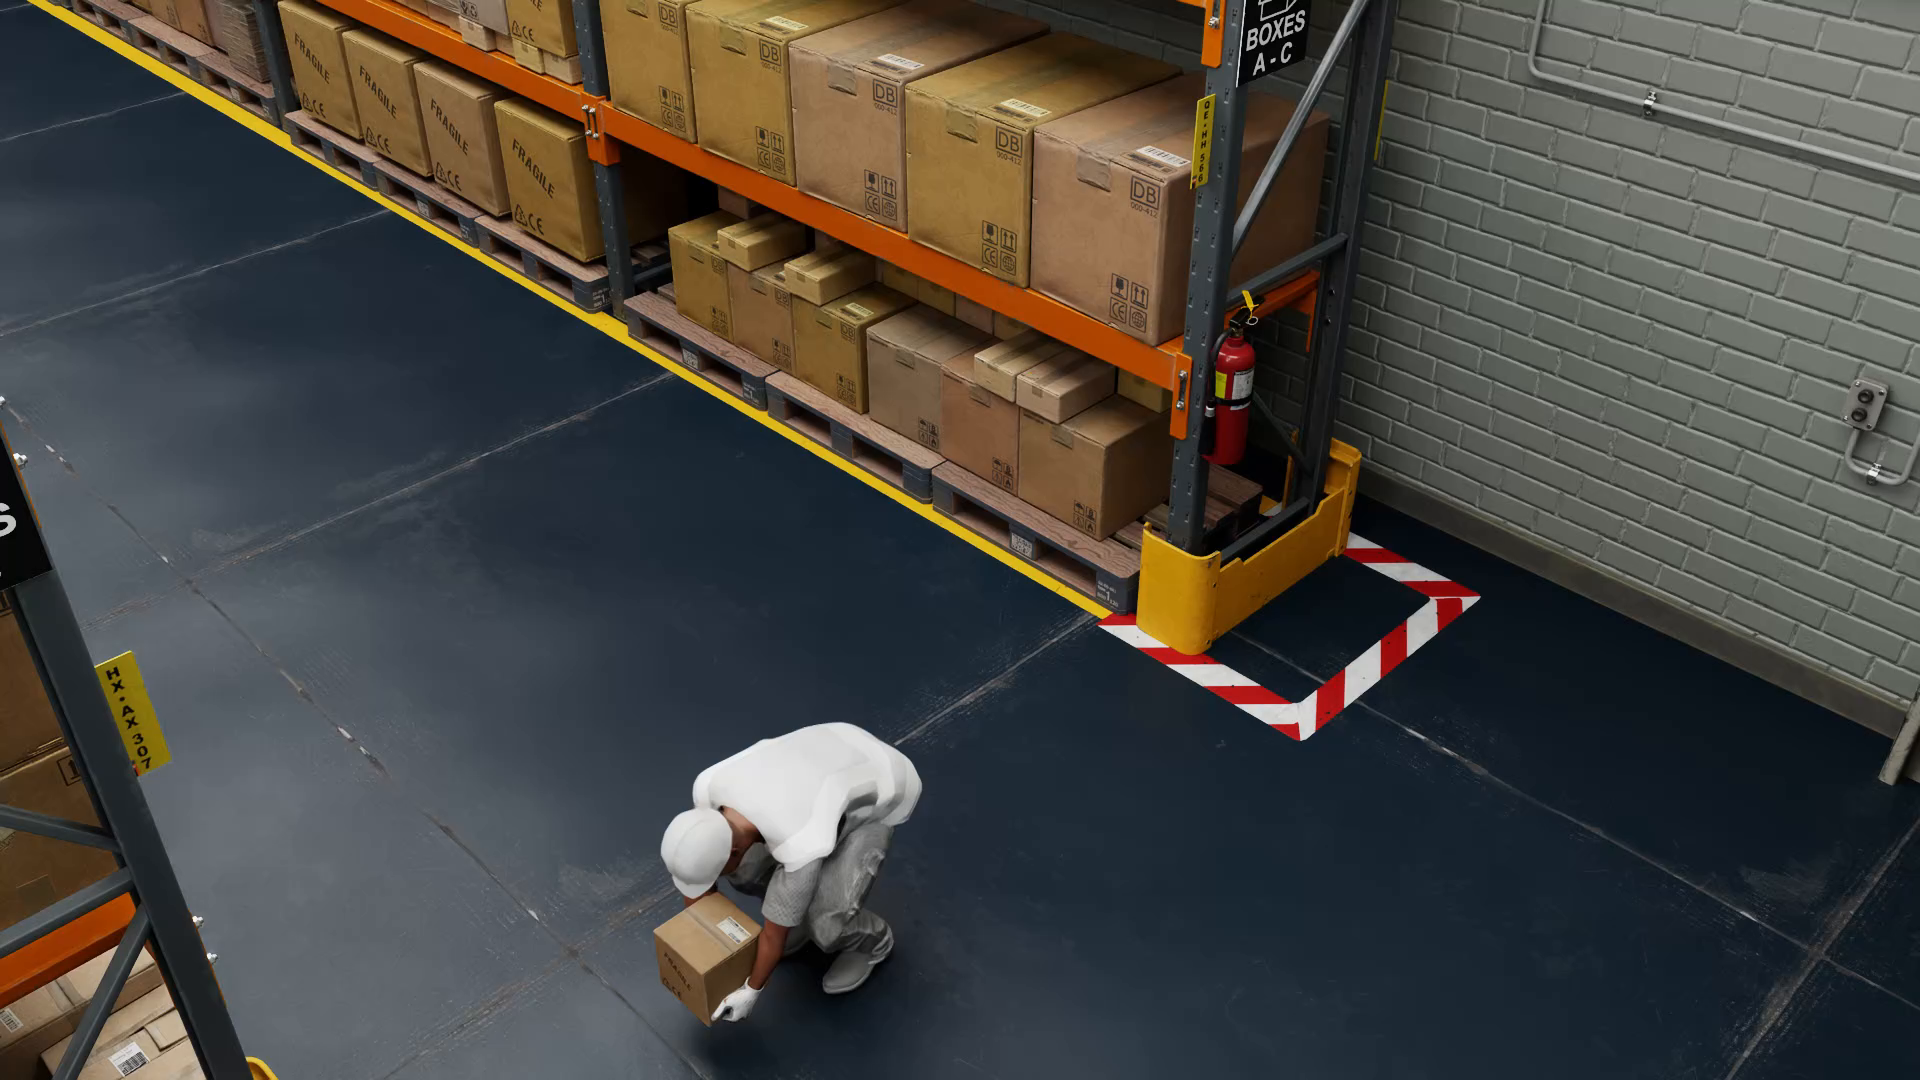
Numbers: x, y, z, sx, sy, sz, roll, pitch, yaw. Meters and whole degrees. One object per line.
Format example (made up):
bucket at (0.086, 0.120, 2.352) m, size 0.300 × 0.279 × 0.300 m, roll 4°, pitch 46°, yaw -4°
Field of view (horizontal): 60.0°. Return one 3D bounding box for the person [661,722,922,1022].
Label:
person at (-0.526, 1.054, 5.320) m, size 0.542 × 0.994 × 0.954 m, roll 28°, pitch 44°, yaw 34°
